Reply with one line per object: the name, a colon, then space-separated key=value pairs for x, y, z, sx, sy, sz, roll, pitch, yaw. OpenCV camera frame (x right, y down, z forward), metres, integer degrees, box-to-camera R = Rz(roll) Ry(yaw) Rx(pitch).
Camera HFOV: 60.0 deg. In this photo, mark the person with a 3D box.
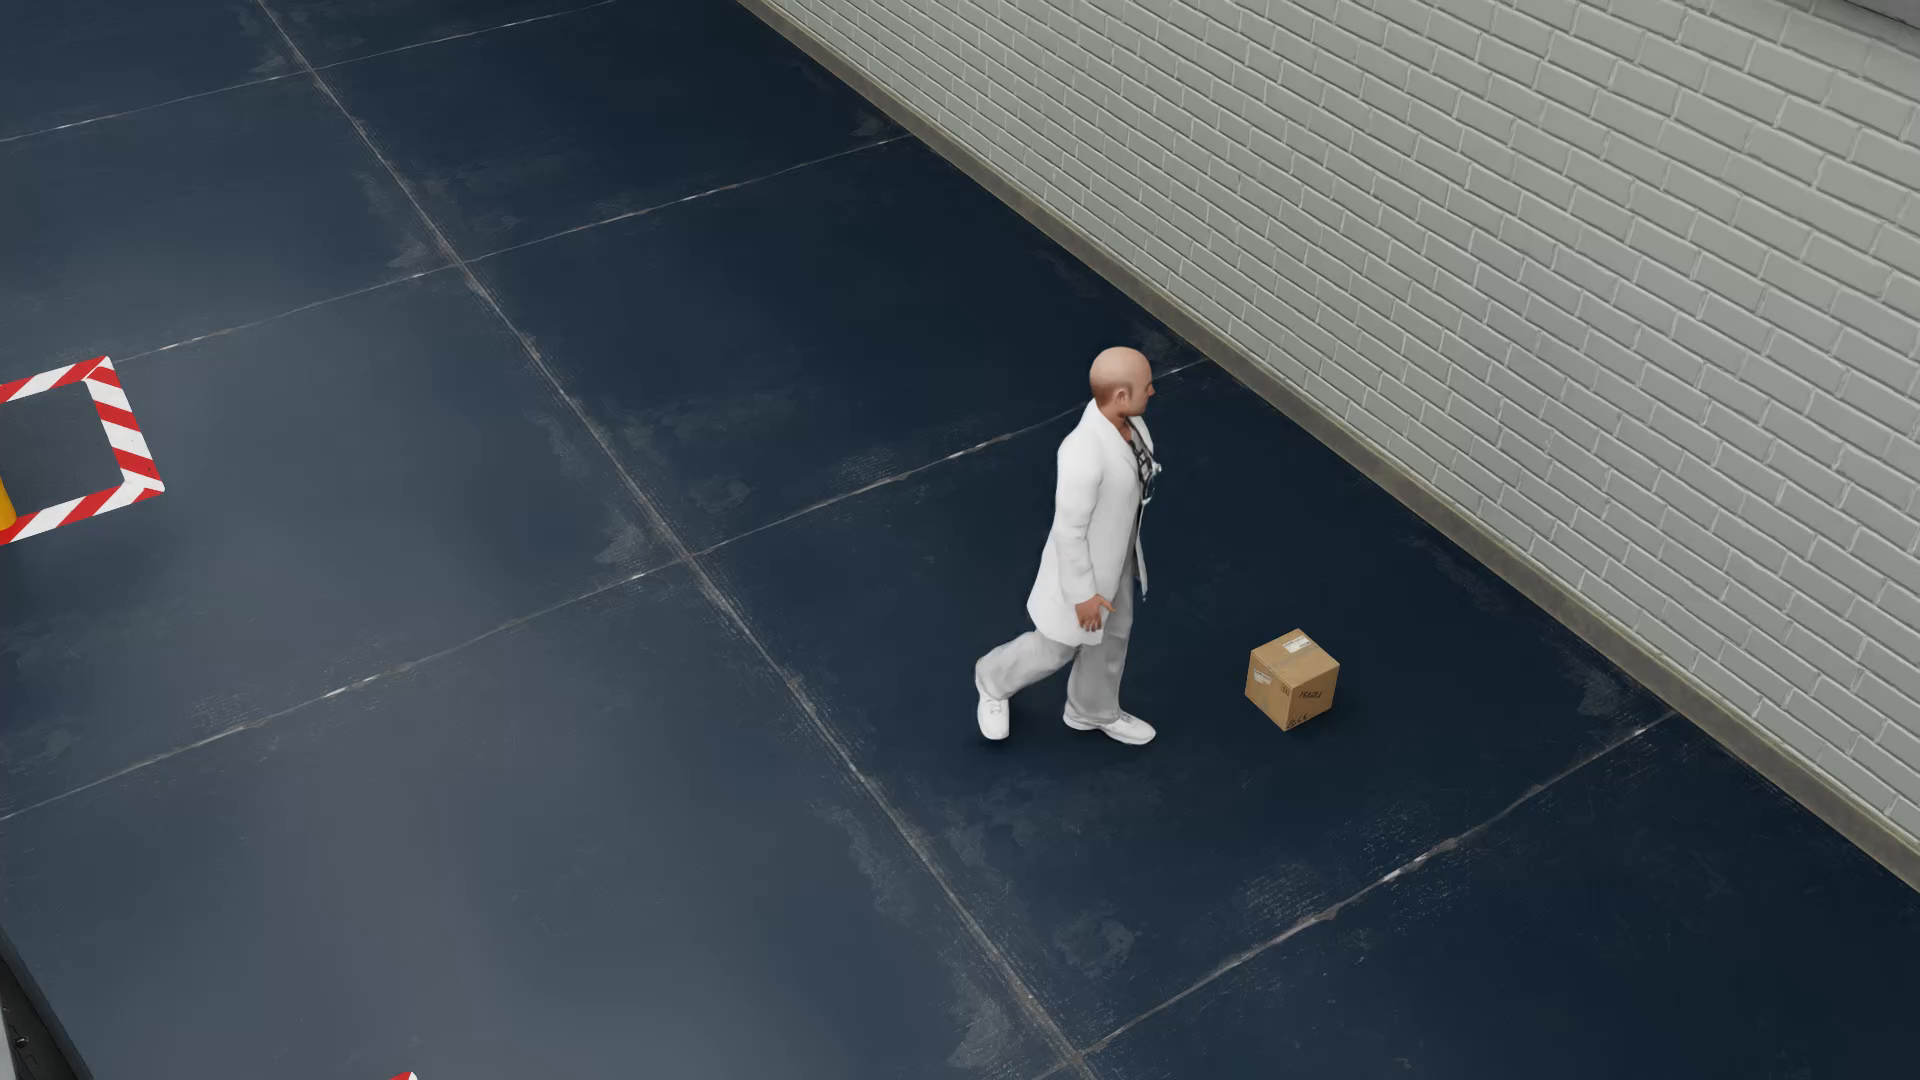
person: x=0.417 y=0.052 z=6.102 sx=0.727 sy=1.778 sz=0.585 roll=18 pitch=44 yaw=20
